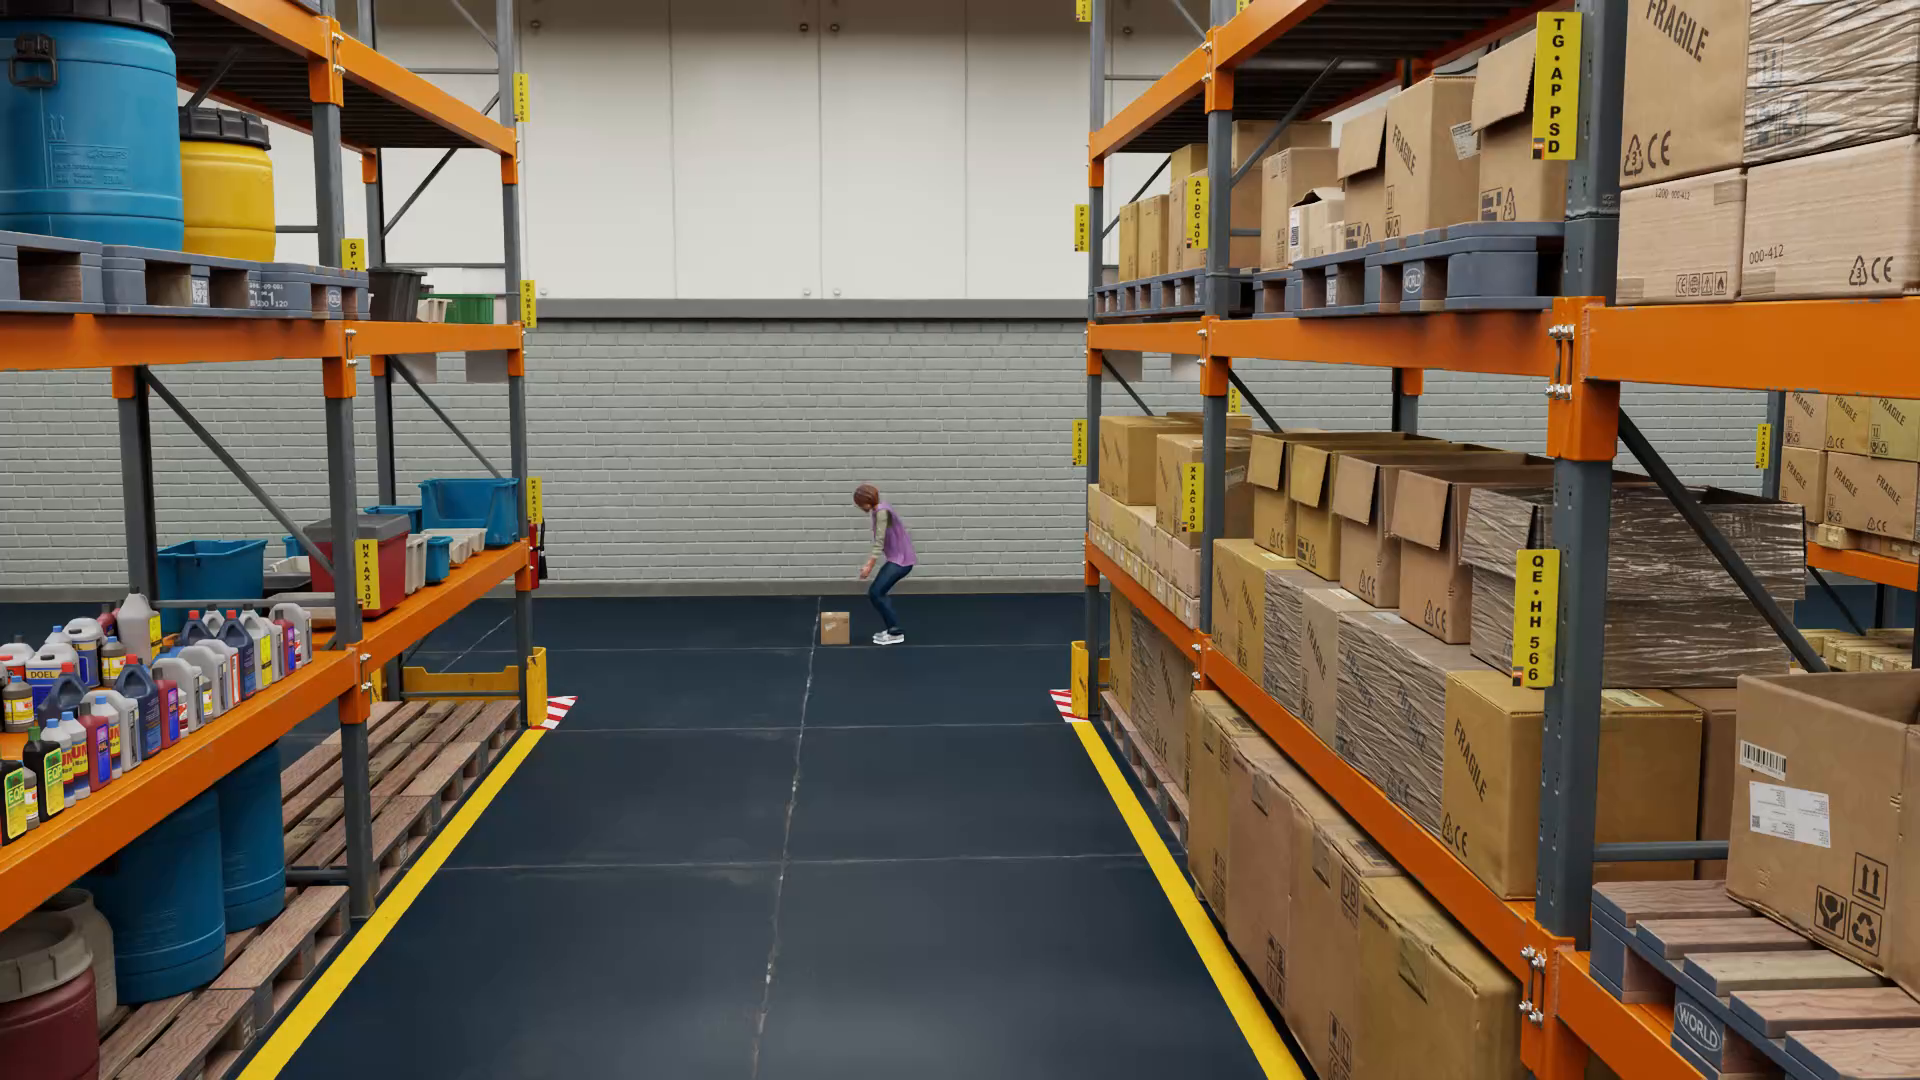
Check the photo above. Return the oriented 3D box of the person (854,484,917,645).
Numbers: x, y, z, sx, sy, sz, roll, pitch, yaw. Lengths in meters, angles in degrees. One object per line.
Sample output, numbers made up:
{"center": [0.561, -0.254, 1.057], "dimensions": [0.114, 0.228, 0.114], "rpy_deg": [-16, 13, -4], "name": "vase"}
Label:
{"center": [-0.663, 0.223, 14.815], "dimensions": [0.560, 1.408, 0.456], "rpy_deg": [0, 7, -3], "name": "person"}
